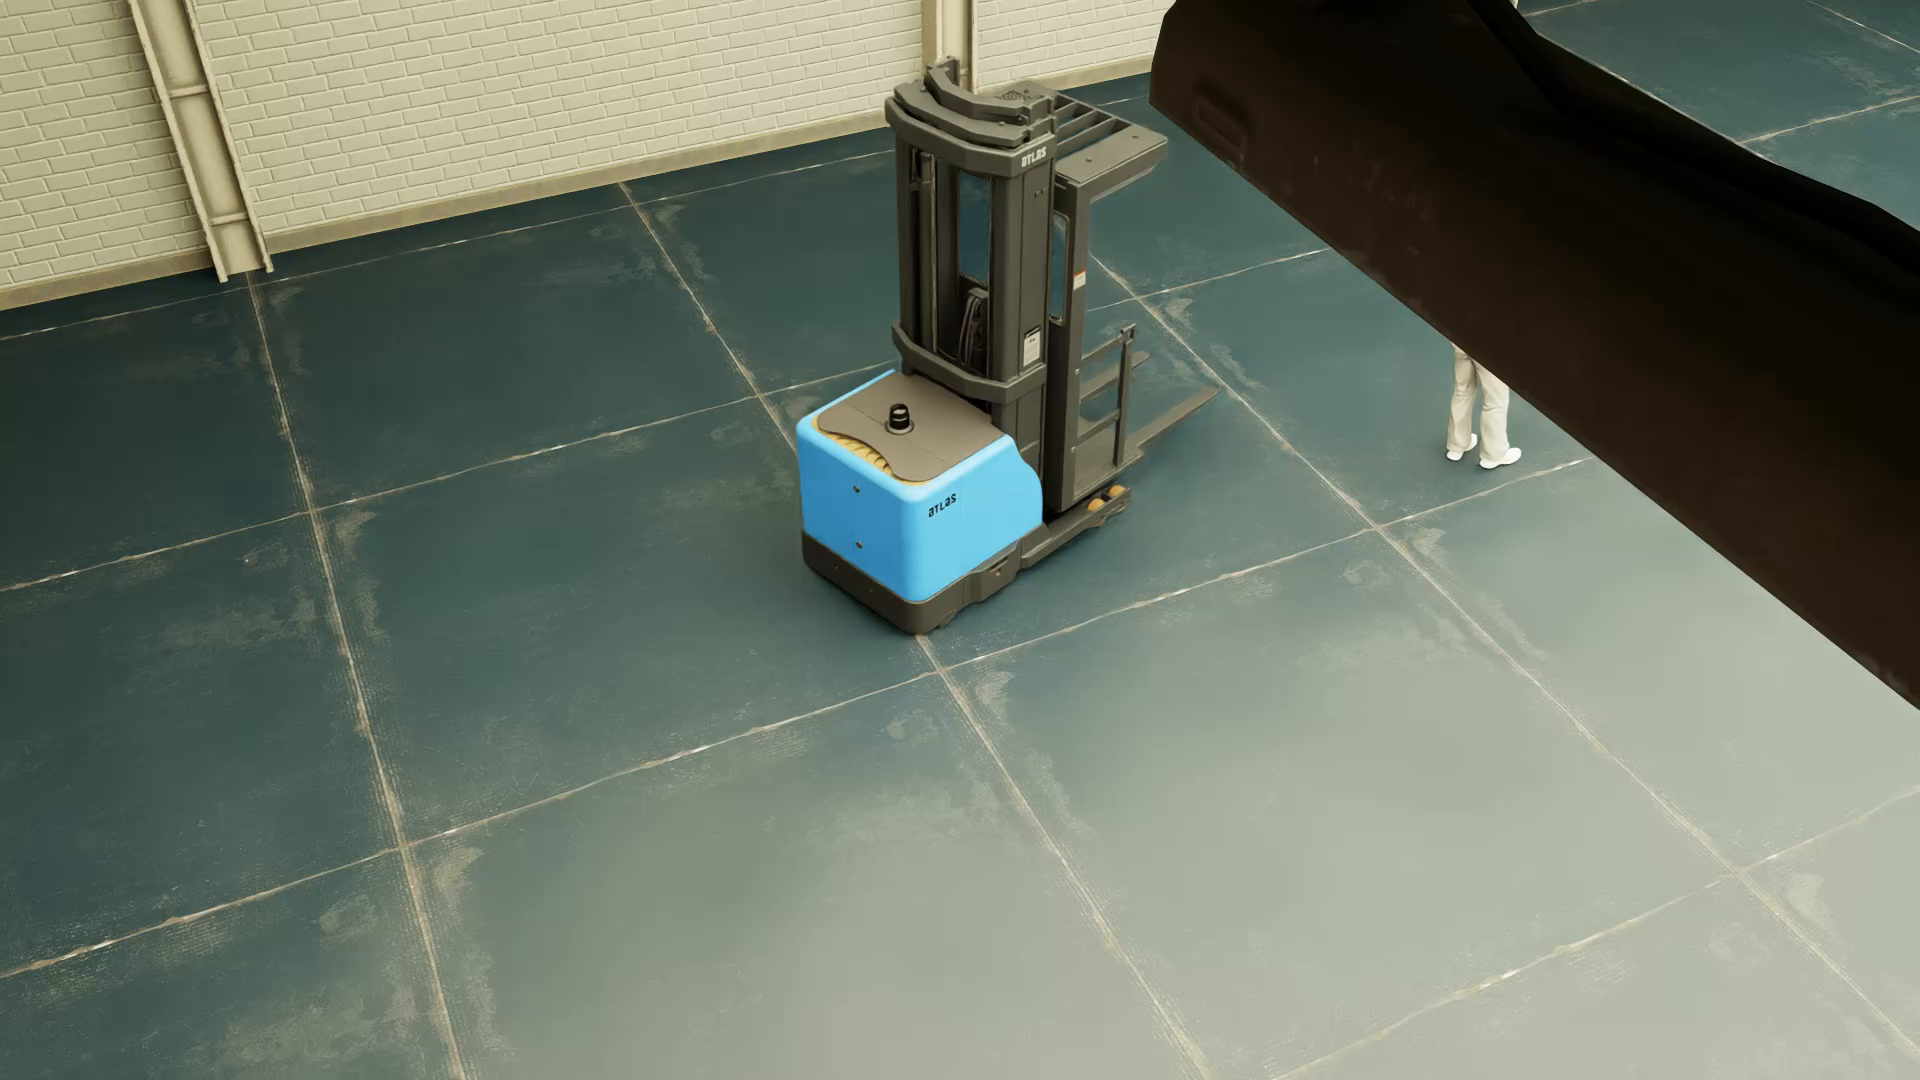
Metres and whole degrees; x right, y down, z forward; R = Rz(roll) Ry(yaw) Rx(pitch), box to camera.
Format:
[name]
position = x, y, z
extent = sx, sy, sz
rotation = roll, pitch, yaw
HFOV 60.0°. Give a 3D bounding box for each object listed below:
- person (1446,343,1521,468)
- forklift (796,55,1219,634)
[person]
position = 3.324, -1.218, 10.446
extent = 0.546, 1.676, 0.545
rotation = -25, 46, -27
[forklift]
position = 0.442, -1.426, 9.725
extent = 1.130, 2.935, 3.031
rotation = 32, 50, 33
